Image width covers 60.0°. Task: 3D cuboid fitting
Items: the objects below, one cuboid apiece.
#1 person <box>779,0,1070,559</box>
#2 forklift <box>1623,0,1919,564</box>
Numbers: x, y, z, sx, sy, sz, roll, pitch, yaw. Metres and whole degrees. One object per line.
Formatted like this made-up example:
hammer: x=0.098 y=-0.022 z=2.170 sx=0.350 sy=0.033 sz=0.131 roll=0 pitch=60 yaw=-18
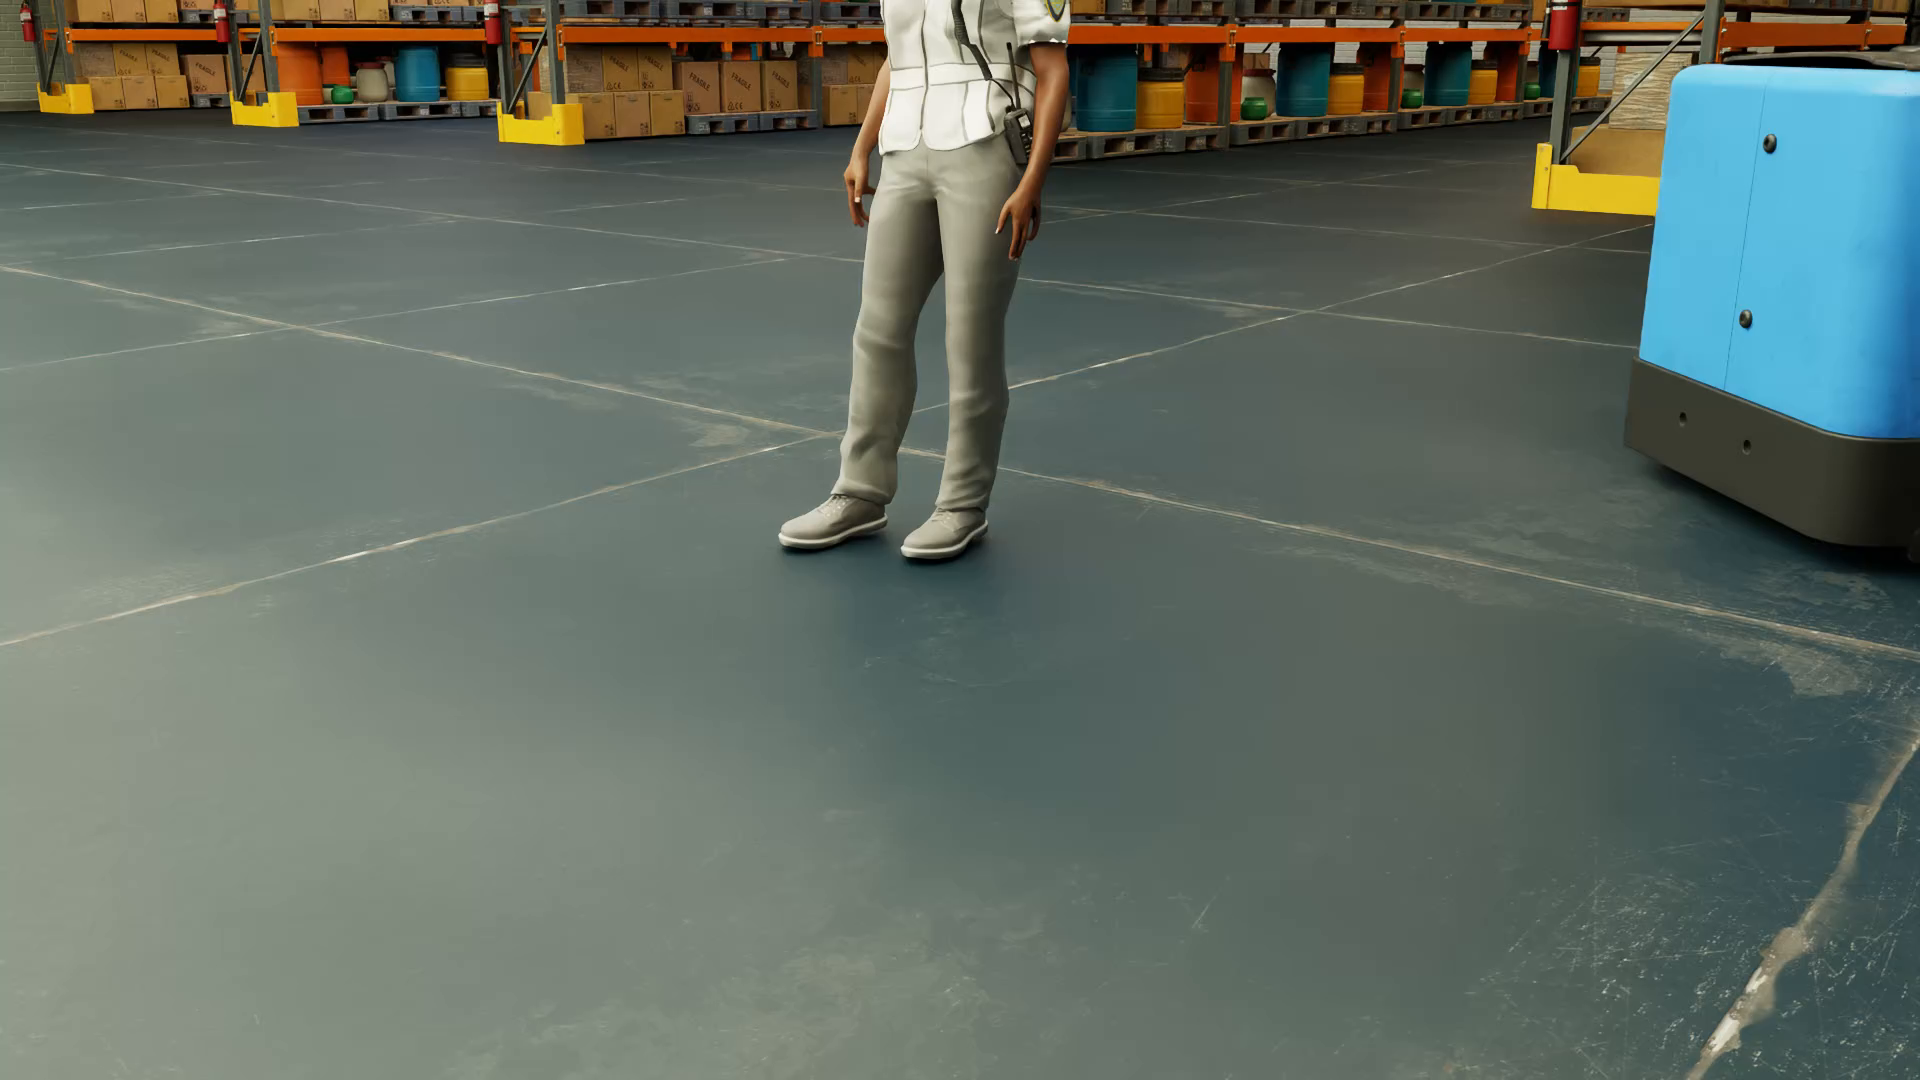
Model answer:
person: x=-0.063 y=-0.805 z=3.651 sx=0.569 sy=1.694 sz=0.530 roll=13 pitch=21 yaw=37
forklift: x=3.363 y=-1.506 z=3.857 sx=3.031 sy=2.935 sz=1.130 roll=-2 pitch=17 yaw=-5
